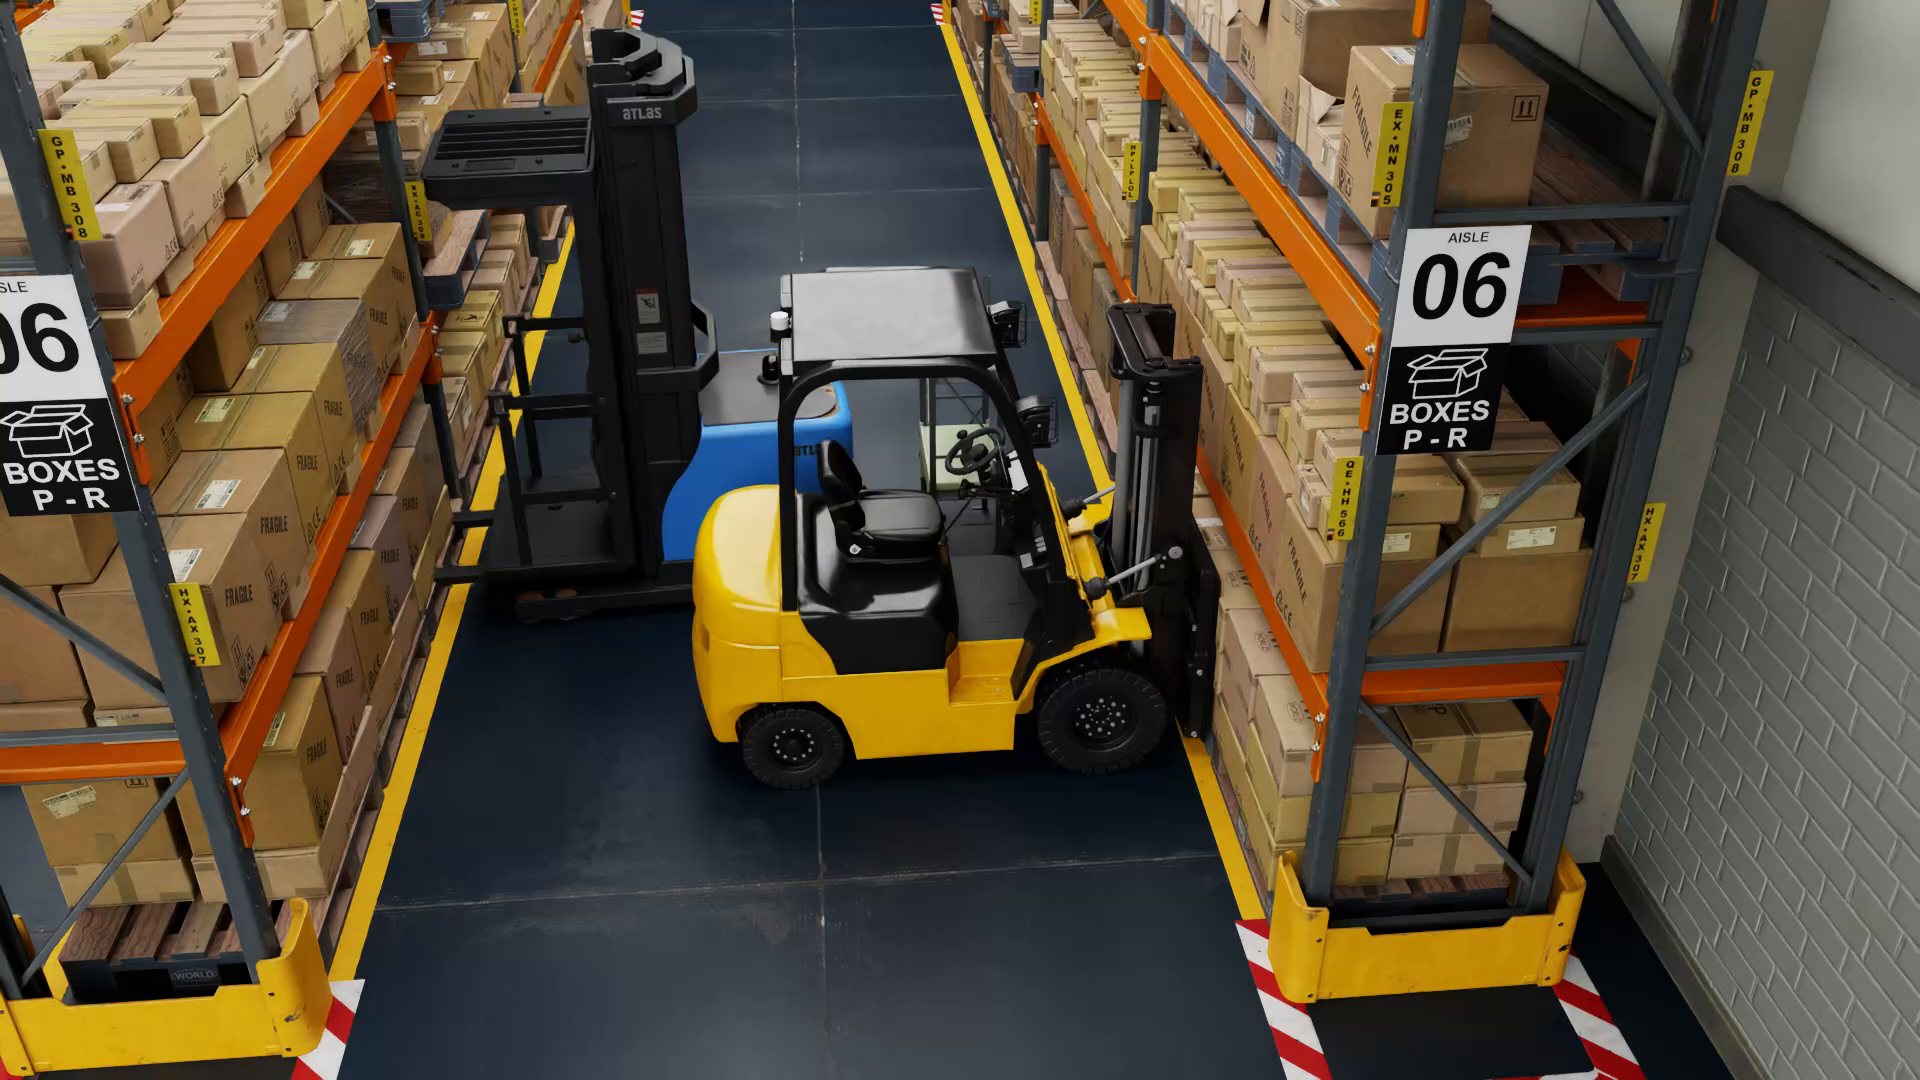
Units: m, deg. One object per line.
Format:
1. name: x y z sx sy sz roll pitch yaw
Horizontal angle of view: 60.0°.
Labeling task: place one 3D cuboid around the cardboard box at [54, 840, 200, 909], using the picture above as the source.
1. cardboard box: -3.424 1.267 6.975 0.500 0.250 0.500 -3 31 -5

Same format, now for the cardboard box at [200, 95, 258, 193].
1. cardboard box: -2.970 -1.461 6.203 0.500 0.250 0.500 -2 31 -3

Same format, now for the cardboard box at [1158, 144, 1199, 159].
1. cardboard box: 1.194 -2.219 9.810 0.380 0.149 0.250 -3 31 -5

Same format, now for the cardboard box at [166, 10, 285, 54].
1. cardboard box: -3.017 -2.075 6.841 0.380 0.149 0.250 -2 31 -4

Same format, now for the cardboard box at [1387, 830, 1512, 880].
1. cardboard box: 2.012 1.180 7.122 0.500 0.250 0.500 -3 31 -4

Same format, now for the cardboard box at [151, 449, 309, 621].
1. cardboard box: -2.898 -0.011 6.456 0.500 0.500 0.500 -2 31 -3

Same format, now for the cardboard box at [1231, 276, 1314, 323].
1. cardboard box: 1.464 -1.094 7.637 0.380 0.149 0.250 -3 31 -4

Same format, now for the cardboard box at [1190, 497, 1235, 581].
1. cardboard box: 1.359 0.014 8.099 0.500 0.250 0.500 -3 31 -6

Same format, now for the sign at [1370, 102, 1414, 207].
1. sign: 1.322 -1.175 5.082 0.100 0.325 0.005 -3 31 -5

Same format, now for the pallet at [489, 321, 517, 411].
1. pallet: -3.643 -1.187 11.533 1.003 0.211 1.213 -3 31 -5

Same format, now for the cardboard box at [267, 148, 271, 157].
1. cardboard box: -3.069 -1.602 6.828 0.380 0.149 0.250 -3 31 -5

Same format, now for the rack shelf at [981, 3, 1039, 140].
1. rack shelf: 0.929 -4.357 14.821 1.077 0.370 4.000 -3 31 -5

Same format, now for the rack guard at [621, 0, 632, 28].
1. rack guard: -4.575 -6.429 20.026 1.175 0.500 0.348 -3 31 -5

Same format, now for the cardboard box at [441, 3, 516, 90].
1. cardboard box: -3.506 -3.537 11.950 0.500 0.500 0.500 -4 31 -6

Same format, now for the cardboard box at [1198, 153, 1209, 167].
1. cardboard box: 1.661 -2.281 10.303 0.500 0.250 0.500 -3 31 -5

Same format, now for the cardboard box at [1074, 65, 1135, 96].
1. cardboard box: 0.983 -3.131 11.337 0.380 0.149 0.250 -2 31 -4

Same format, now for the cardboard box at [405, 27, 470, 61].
1. cardboard box: -3.392 -3.213 10.774 0.380 0.149 0.250 -4 31 -7

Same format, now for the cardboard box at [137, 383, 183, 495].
1. cardboard box: -3.383 -0.430 6.182 0.700 0.500 0.500 -2 31 -4

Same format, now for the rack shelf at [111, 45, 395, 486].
1. rack shelf: -3.265 -1.321 6.813 1.077 0.370 4.000 -3 31 -5

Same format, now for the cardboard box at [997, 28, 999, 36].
1. cardboard box: 0.571 -5.007 16.314 0.380 0.149 0.250 -3 31 -5

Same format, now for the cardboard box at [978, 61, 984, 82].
1. cardboard box: 0.398 -4.914 17.422 0.380 0.149 0.250 -4 31 -6

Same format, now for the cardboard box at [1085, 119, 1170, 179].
1. cardboard box: 1.092 -2.515 10.694 0.500 0.250 0.500 -2 31 -4

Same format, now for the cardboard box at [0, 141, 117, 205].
1. cardboard box: -2.948 -1.162 5.313 0.380 0.149 0.250 -3 31 -5

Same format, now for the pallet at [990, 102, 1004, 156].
1. pallet: 0.856 -4.076 16.369 1.003 0.211 1.213 -3 31 -5

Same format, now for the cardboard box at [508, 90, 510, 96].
1. cardboard box: -3.464 -3.188 11.998 0.380 0.149 0.250 -2 31 -4

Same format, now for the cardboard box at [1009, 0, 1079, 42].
1. cardboard box: 0.695 -4.284 13.734 0.500 0.250 0.500 -4 31 -7

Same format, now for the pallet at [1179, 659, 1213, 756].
1. pallet: 1.639 0.627 8.495 1.003 0.211 1.213 -3 31 -5

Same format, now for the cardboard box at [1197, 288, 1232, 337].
1. cardboard box: 1.348 -1.094 7.926 0.380 0.149 0.250 -4 31 -6

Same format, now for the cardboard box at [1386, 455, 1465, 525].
1. cardboard box: 1.620 -0.182 6.110 0.380 0.149 0.250 -3 31 -4

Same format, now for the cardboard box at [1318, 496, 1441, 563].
1. cardboard box: 1.552 -0.045 6.171 0.380 0.149 0.250 -2 31 -4

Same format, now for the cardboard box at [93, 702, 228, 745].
1. cardboard box: -2.904 0.604 6.059 0.380 0.149 0.250 -3 31 -4

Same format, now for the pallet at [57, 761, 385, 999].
1. pallet: -3.126 1.421 7.165 1.003 0.211 1.213 -3 31 -5

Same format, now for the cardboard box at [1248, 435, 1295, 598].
1. cardboard box: 1.517 -0.107 6.907 0.500 0.500 0.500 -2 31 -3

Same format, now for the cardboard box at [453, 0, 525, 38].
1. cardboard box: -3.628 -4.141 12.685 0.500 0.500 0.500 -4 31 -6

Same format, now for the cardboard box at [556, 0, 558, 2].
1. cardboard box: -3.808 -4.865 14.629 0.500 0.250 0.500 -2 31 -3

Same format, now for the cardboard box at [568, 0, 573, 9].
1. cardboard box: -3.907 -5.166 15.620 0.500 0.250 0.500 -3 31 -6

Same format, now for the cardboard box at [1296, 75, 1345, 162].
1. cardboard box: 1.460 -1.552 6.122 0.396 0.266 0.258 -3 31 -4

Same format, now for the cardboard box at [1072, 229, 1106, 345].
1. cardboard box: 1.293 -1.810 11.761 0.875 0.625 0.625 -4 31 -7

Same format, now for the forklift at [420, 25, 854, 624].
1. forklift: -2.121 -1.098 8.731 3.031 2.935 1.130 -5 31 -8

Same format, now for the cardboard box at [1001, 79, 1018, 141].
1. cardboard box: 0.665 -4.010 15.567 0.500 0.500 0.500 -4 31 -6

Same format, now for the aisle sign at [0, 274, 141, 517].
1. aisle sign: -2.764 -0.420 4.993 0.394 0.787 0.004 -3 31 -5

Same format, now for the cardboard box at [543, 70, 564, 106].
1. cardboard box: -3.887 -3.485 14.323 0.875 0.875 0.875 -2 31 -4

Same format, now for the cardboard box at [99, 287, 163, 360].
1. cardboard box: -2.786 -0.685 5.293 0.380 0.149 0.250 -3 31 -5

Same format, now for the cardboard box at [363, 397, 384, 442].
1. cardboard box: -3.020 -0.587 8.053 0.380 0.149 0.250 -3 31 -5

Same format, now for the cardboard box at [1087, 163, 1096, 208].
1. cardboard box: 1.114 -2.294 10.813 0.500 0.250 0.500 -3 31 -4

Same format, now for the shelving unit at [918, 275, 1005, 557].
1. shelving unit: 0.001 -0.640 9.360 0.431 1.500 0.755 -3 31 -5

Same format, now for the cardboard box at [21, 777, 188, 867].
1. cardboard box: -3.413 0.961 6.757 0.500 0.500 0.500 -3 31 -4

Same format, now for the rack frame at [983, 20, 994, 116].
1. rack frame: 0.742 -5.687 16.346 1.000 3.000 0.127 -3 31 -5

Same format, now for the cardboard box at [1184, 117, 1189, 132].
1. cardboard box: 1.633 -2.638 10.513 0.380 0.149 0.250 -3 31 -5

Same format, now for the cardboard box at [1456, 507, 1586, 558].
1. cardboard box: 2.090 -0.067 6.208 0.380 0.149 0.250 -4 31 -6

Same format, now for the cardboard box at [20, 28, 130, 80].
1. cardboard box: -3.520 -1.919 6.580 0.380 0.149 0.250 -2 31 -4

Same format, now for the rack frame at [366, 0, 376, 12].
1. rack frame: -3.452 -3.938 7.569 1.000 3.000 0.127 -3 31 -5
